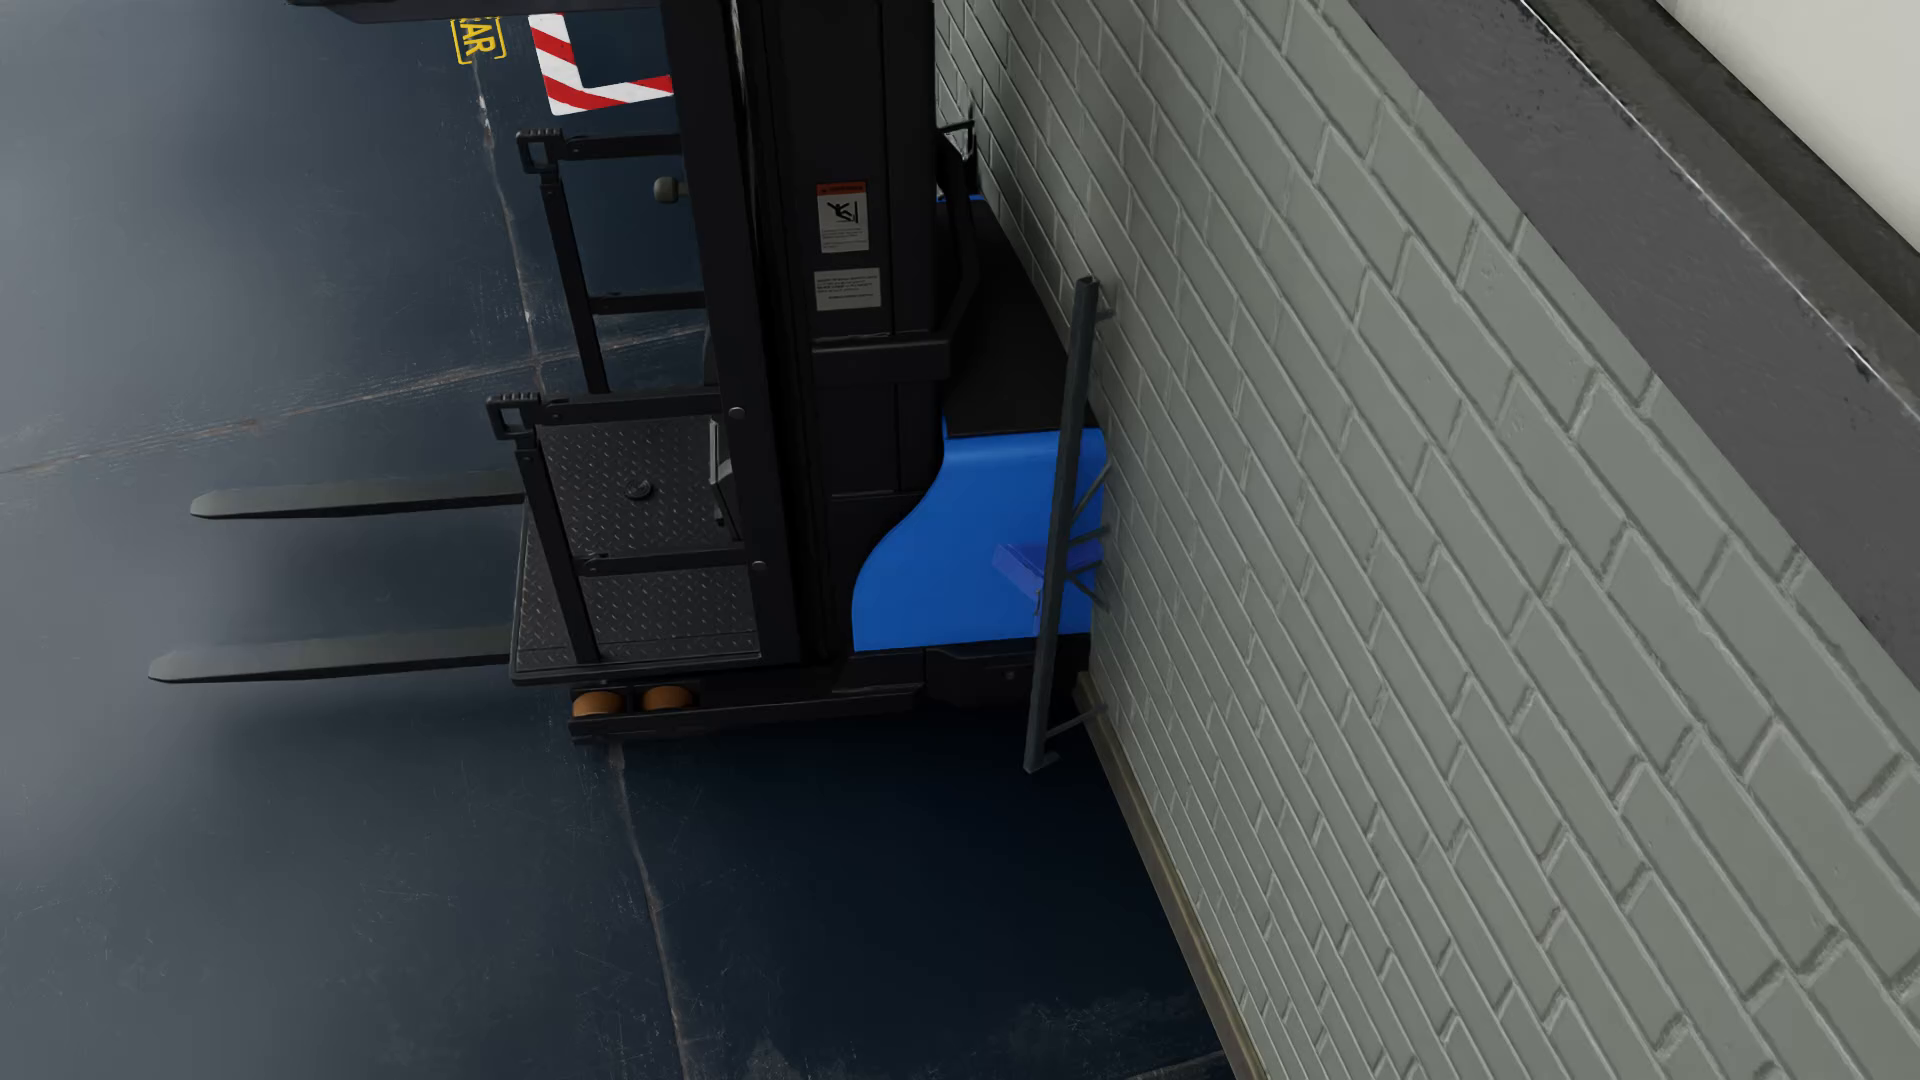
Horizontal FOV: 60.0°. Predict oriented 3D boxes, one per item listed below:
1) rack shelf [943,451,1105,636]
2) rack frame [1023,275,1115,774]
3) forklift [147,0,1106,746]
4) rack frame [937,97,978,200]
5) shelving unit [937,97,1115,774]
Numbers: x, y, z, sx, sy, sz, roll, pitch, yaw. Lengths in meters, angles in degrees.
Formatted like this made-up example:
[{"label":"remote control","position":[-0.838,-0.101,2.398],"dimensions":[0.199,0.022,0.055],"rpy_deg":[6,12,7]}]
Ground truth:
[{"label":"rack shelf","position":[0.117,-0.163,4.650],"dimensions":[0.538,0.185,1.000],"rpy_deg":[-21,44,-30]},{"label":"rack frame","position":[0.425,-0.045,4.223],"dimensions":[0.500,1.500,0.032],"rpy_deg":[-21,44,-30]},{"label":"forklift","position":[-0.795,-0.789,3.998],"dimensions":[3.031,2.935,1.130],"rpy_deg":[-5,50,-4]},{"label":"rack frame","position":[-0.171,-0.567,4.861],"dimensions":[0.500,1.500,0.032],"rpy_deg":[-21,44,-30]},{"label":"shelving unit","position":[0.127,-0.306,4.542],"dimensions":[0.538,1.500,1.048],"rpy_deg":[-21,44,-30]}]
